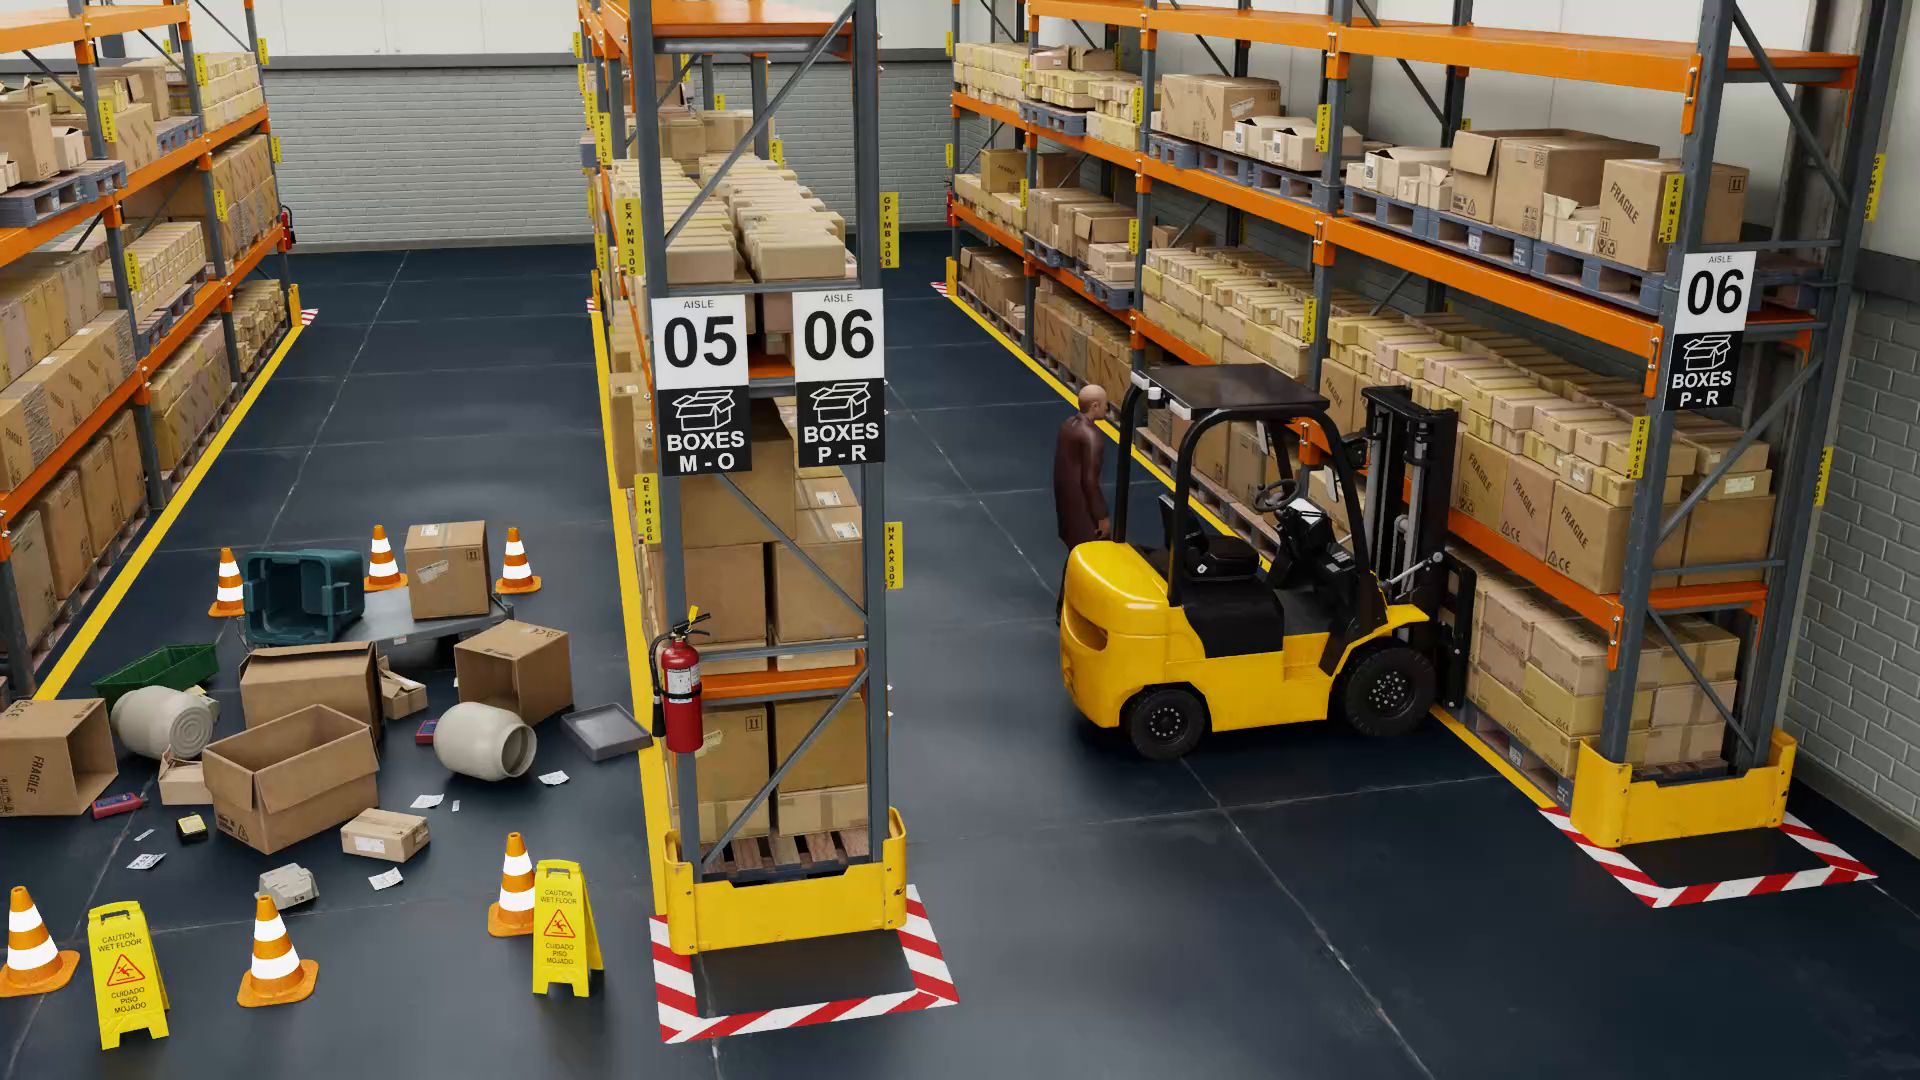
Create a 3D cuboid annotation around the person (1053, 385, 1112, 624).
[{"bbox_3d":[0.872,-0.219,11.715,0.417,1.774,0.656,-5,20,-14],"label":"person"}]
